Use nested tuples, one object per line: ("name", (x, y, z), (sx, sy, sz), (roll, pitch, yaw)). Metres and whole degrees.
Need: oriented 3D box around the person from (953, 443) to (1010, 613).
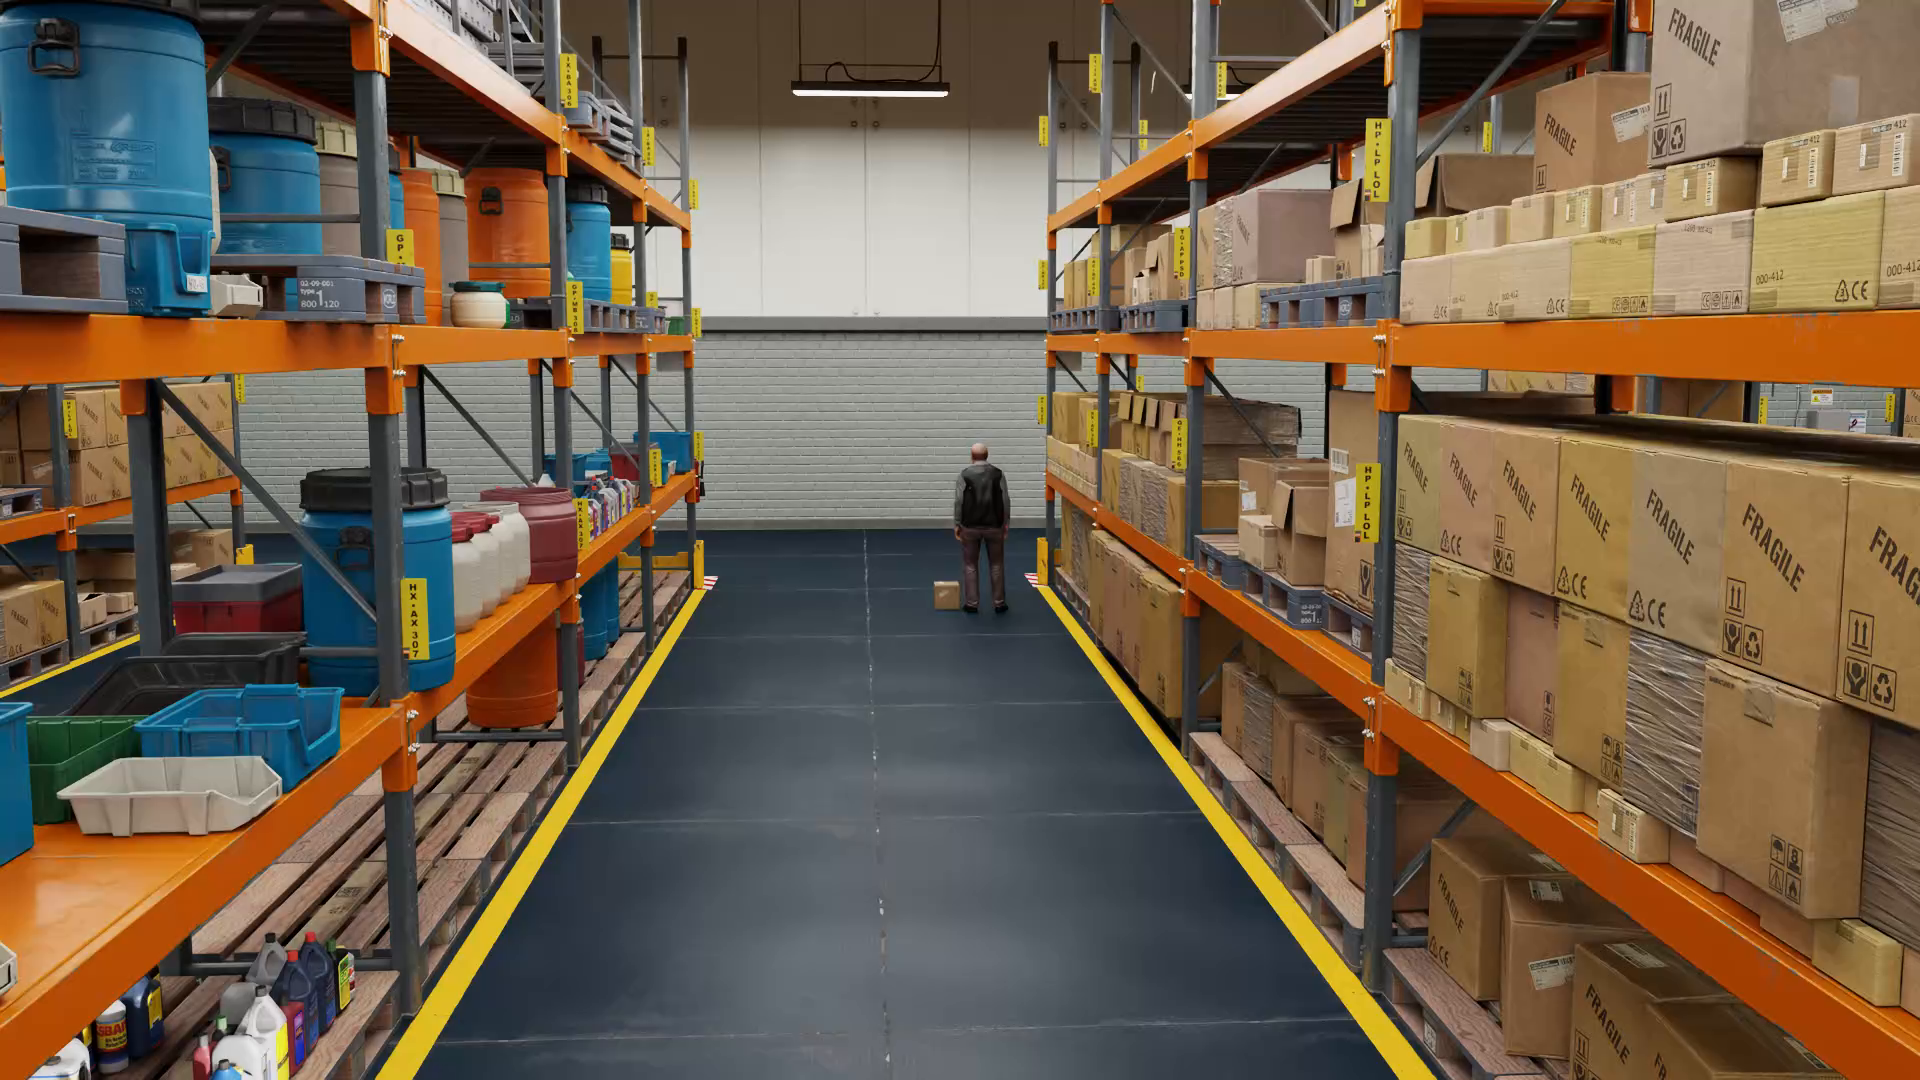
("person", (0.225, -0.123, 16.883), (0.587, 1.720, 0.419), (-1, 7, -7))
